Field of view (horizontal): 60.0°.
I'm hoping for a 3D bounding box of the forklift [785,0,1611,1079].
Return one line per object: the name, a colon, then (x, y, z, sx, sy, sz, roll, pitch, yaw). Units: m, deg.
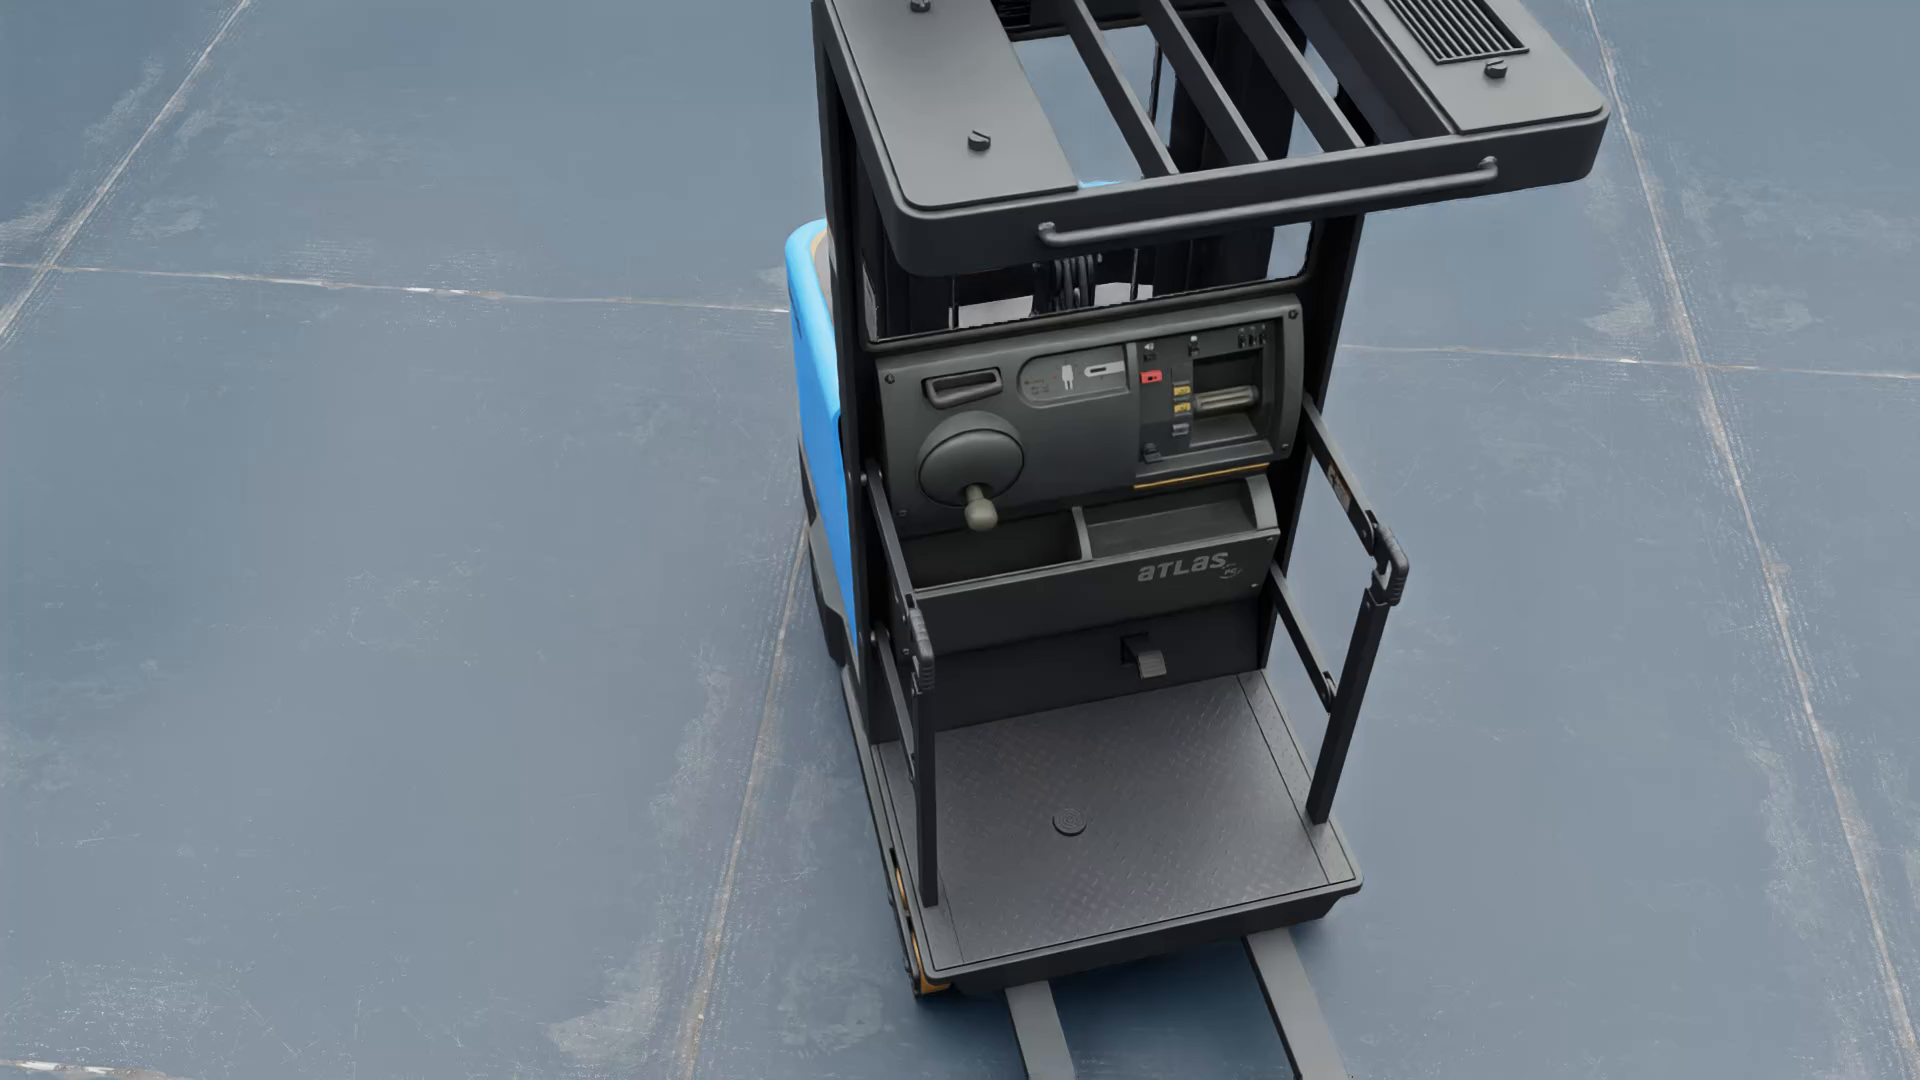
forklift: (0.342, -0.167, 3.417, 1.130, 2.935, 3.031, -10, 48, -9)
